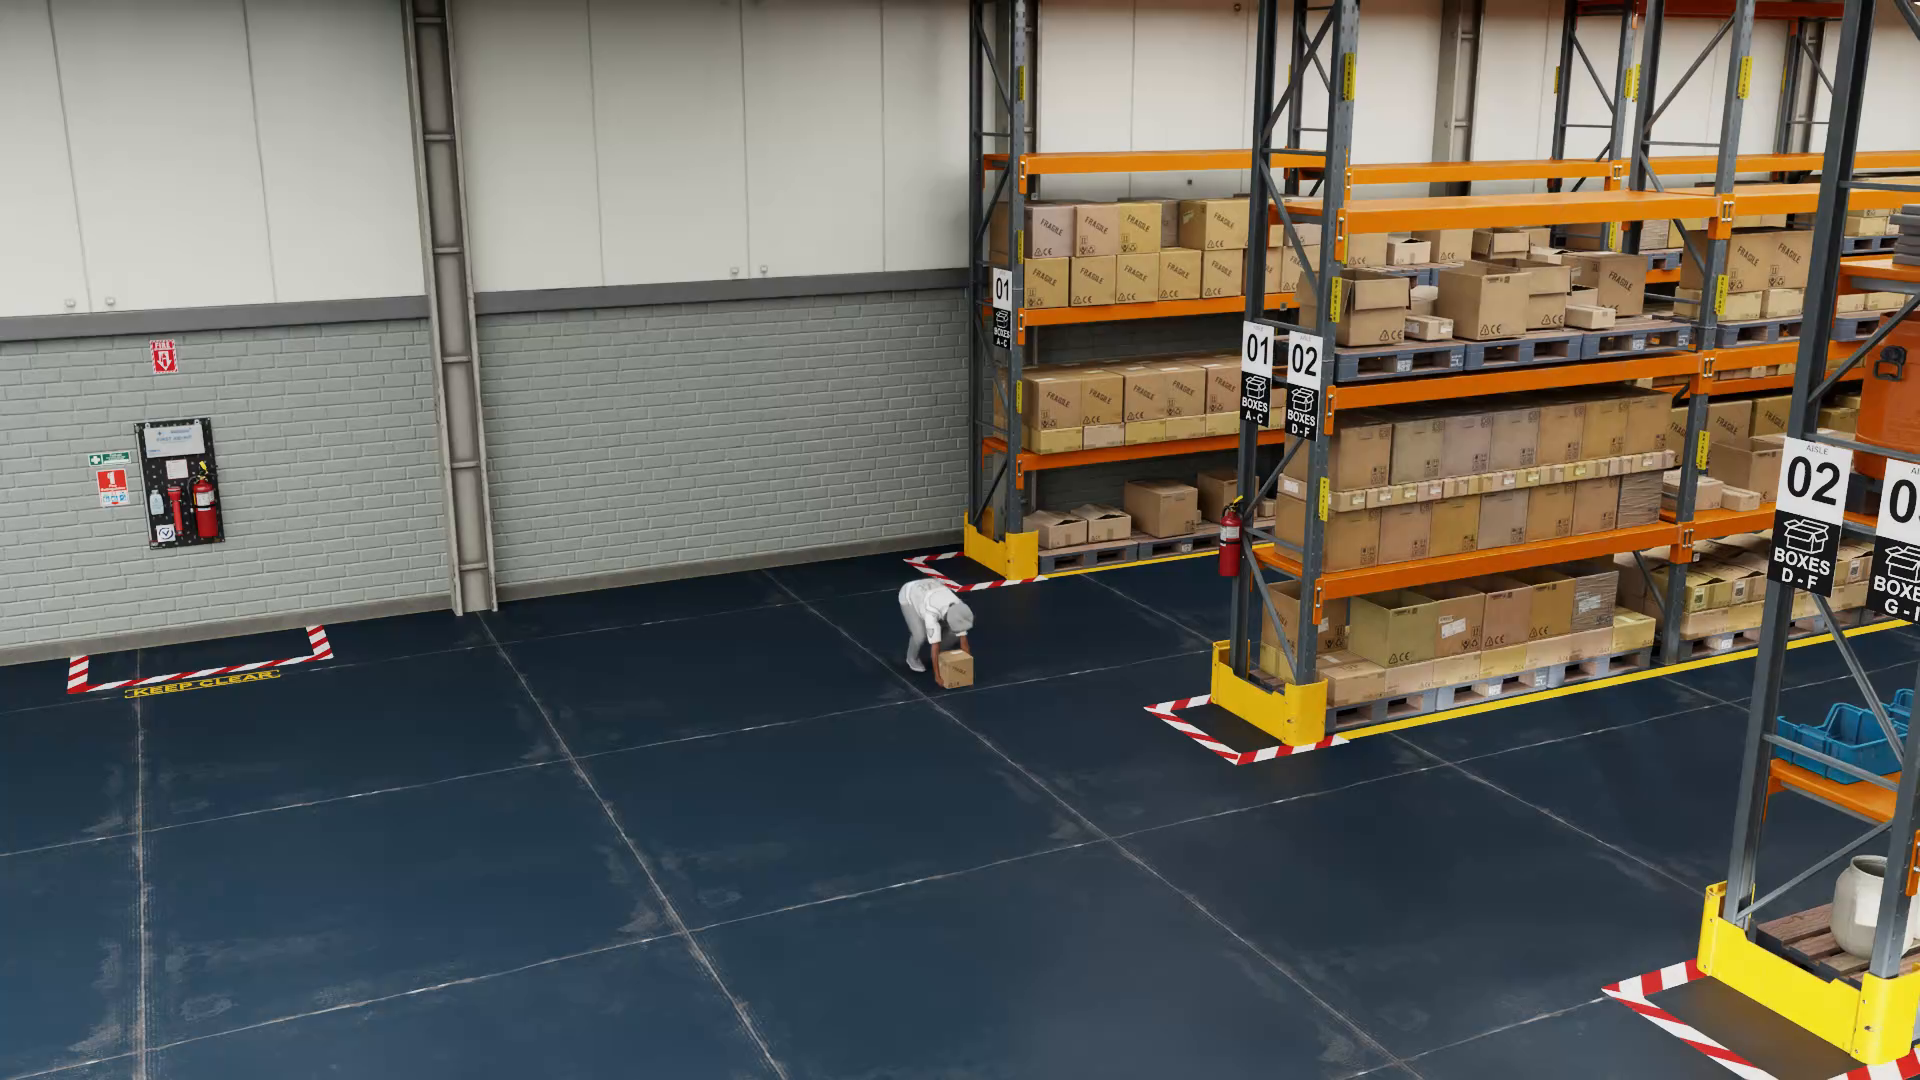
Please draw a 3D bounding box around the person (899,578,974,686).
[{"bbox_3d":[-0.198,0.789,14.581,0.469,0.812,0.922,-8,17,-27],"label":"person"}]
